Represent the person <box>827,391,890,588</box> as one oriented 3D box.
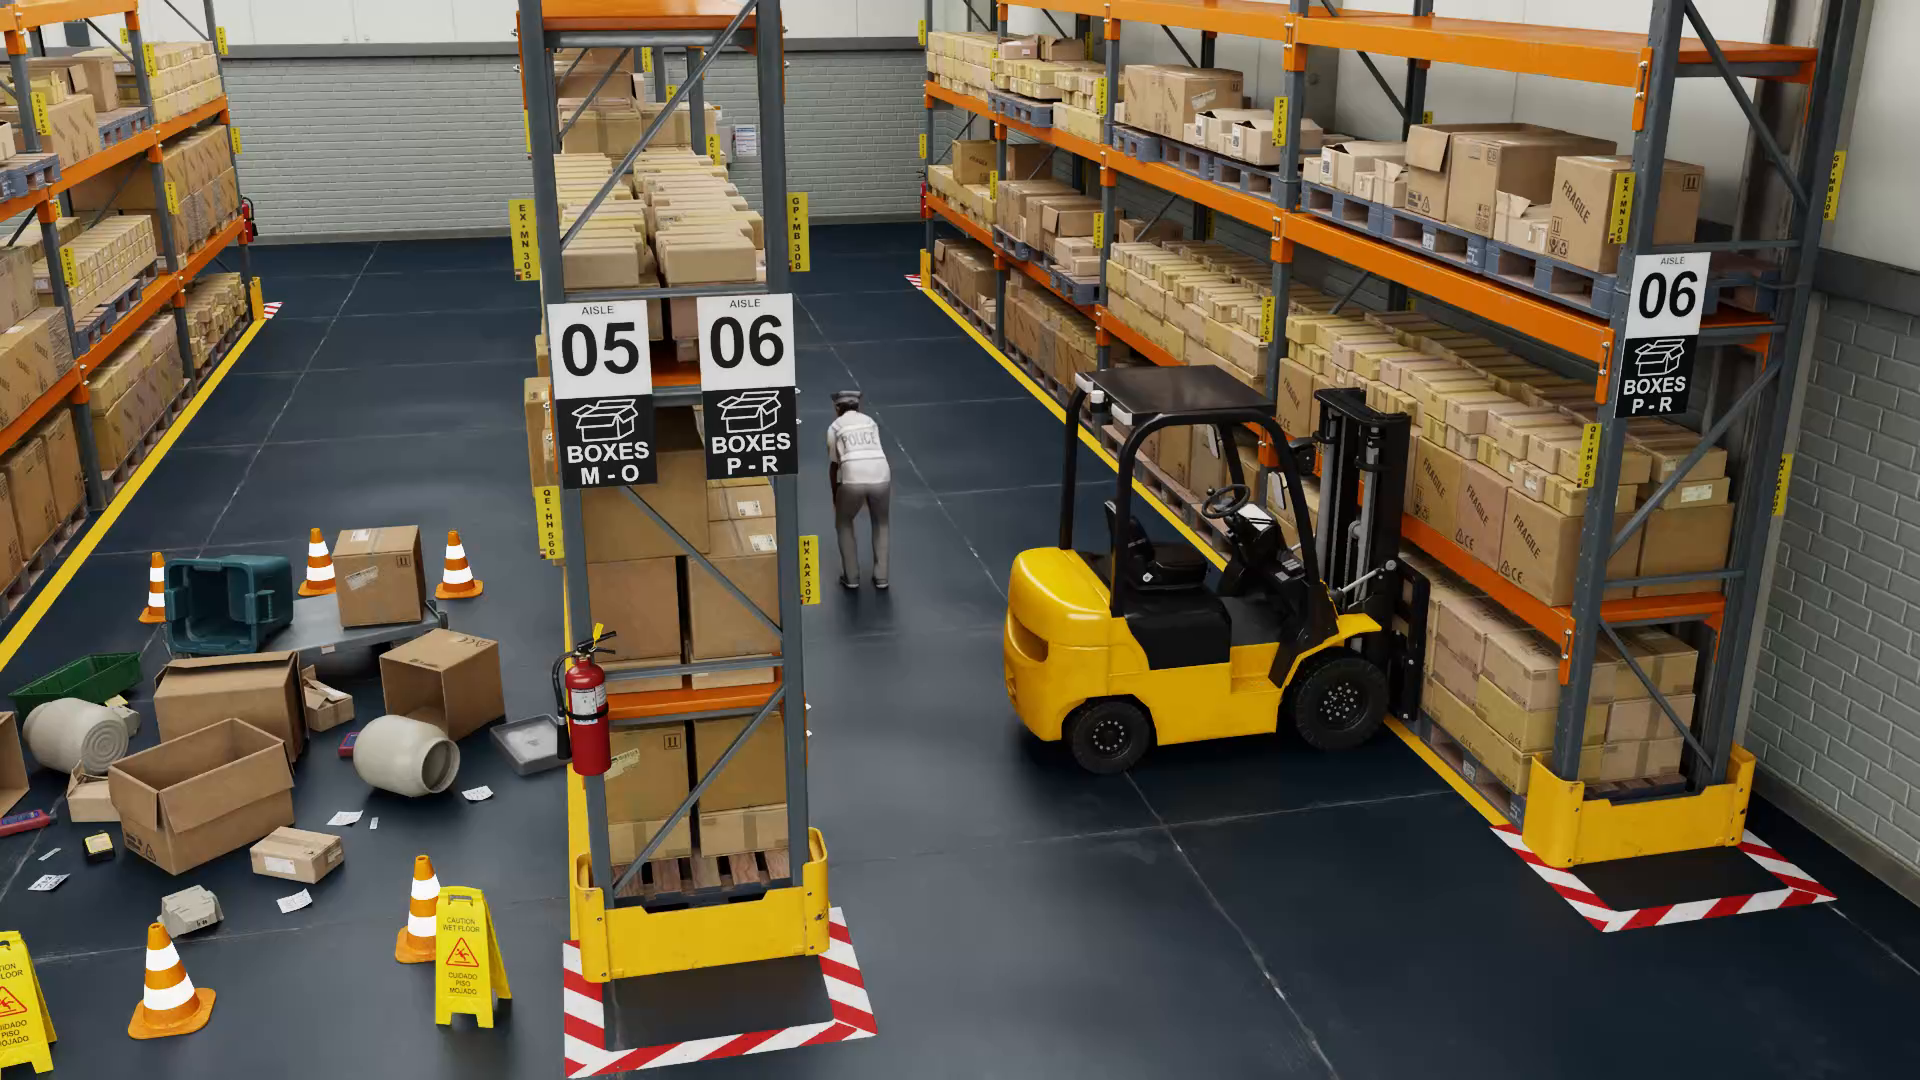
[{"bbox_3d":[-0.772,-0.381,12.503,0.418,1.422,0.809,-5,20,-14],"label":"person"}]
